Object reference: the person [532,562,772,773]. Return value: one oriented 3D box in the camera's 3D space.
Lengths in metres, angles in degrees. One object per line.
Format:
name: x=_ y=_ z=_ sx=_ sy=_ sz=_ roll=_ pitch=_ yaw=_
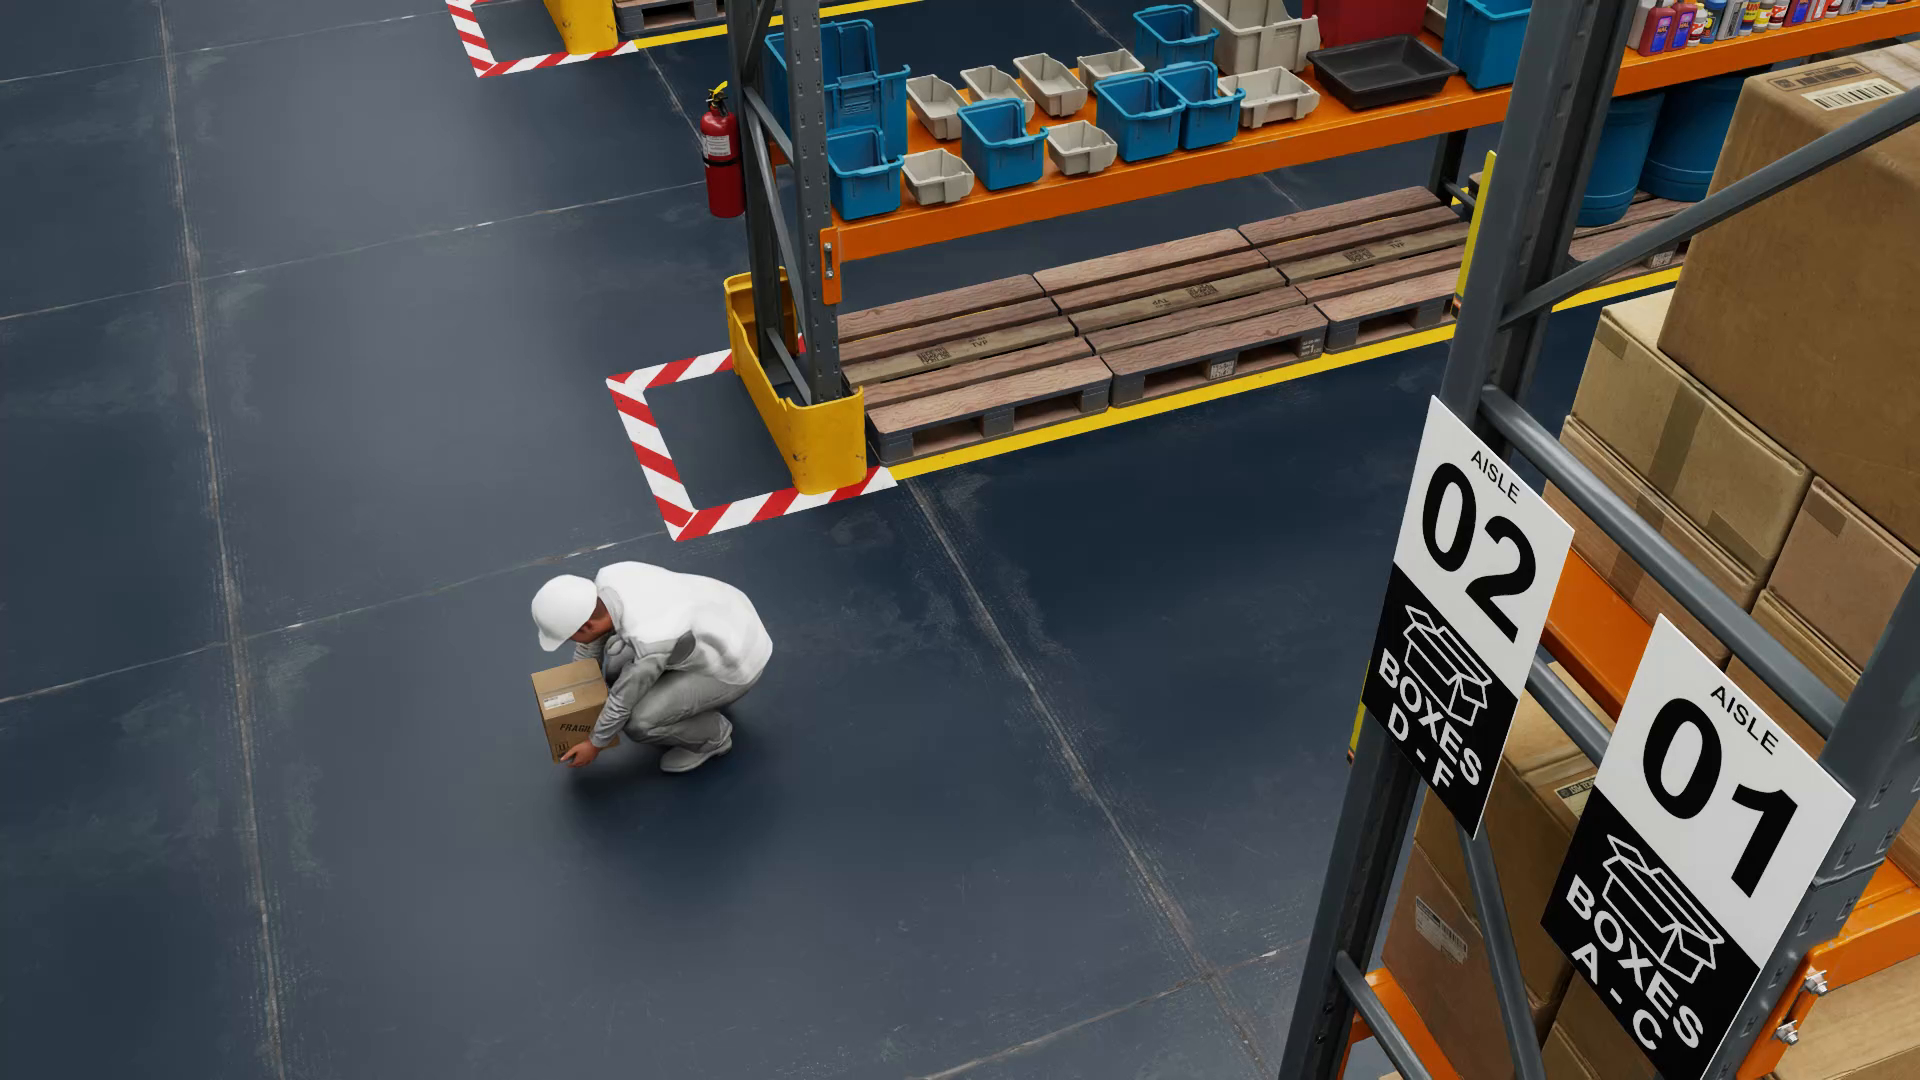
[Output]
person: x=-1.144 y=0.425 z=6.238 sx=0.863 sy=1.019 sz=0.523 roll=-16 pitch=44 yaw=-17
